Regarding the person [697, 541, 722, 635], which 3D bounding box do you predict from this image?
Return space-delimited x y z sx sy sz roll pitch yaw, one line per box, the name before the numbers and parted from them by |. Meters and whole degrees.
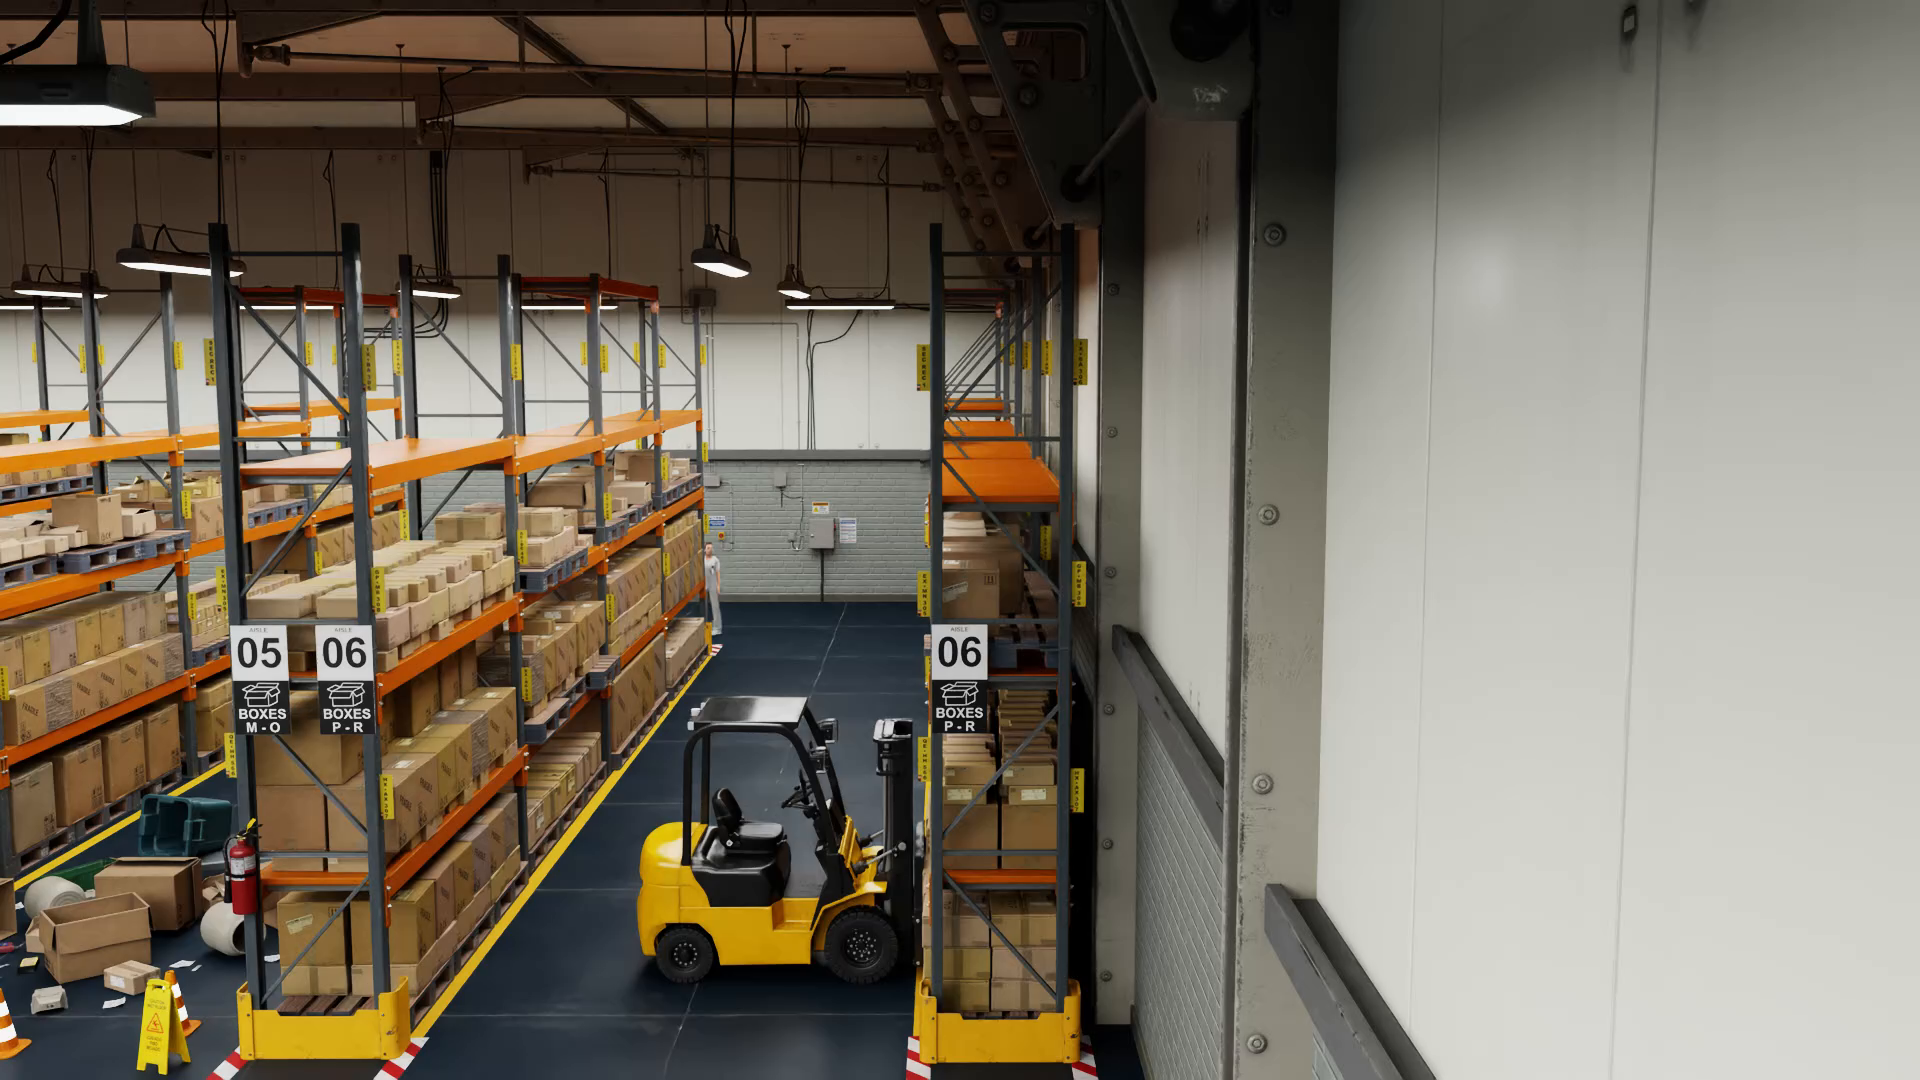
person | -4.515 0.866 29.787 0.496 1.680 0.444 2 7 13
